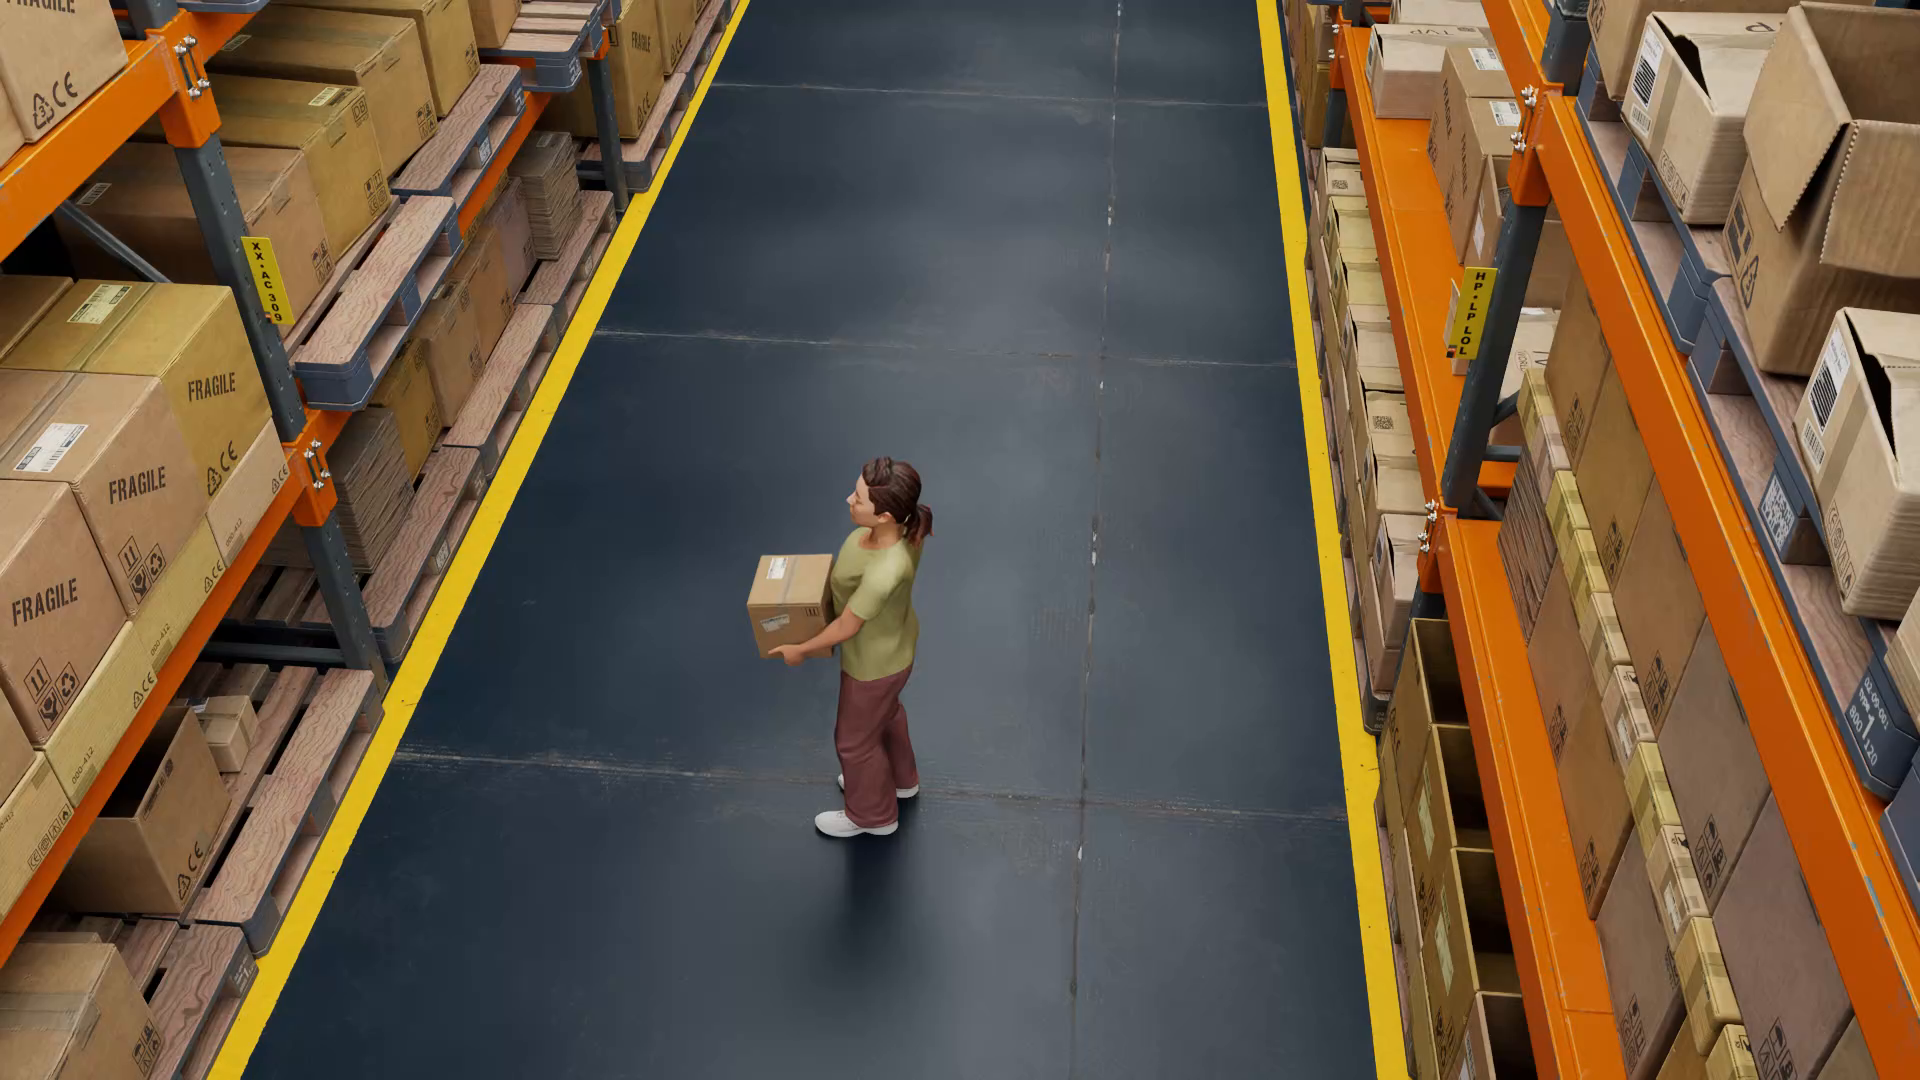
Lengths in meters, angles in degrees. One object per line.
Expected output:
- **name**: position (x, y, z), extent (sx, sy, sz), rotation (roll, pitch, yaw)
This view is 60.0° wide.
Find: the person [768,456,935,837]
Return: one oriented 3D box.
- **person**: position (-0.353, 0.382, 5.716), extent (0.558, 1.664, 0.425), rotation (4, 40, 5)
